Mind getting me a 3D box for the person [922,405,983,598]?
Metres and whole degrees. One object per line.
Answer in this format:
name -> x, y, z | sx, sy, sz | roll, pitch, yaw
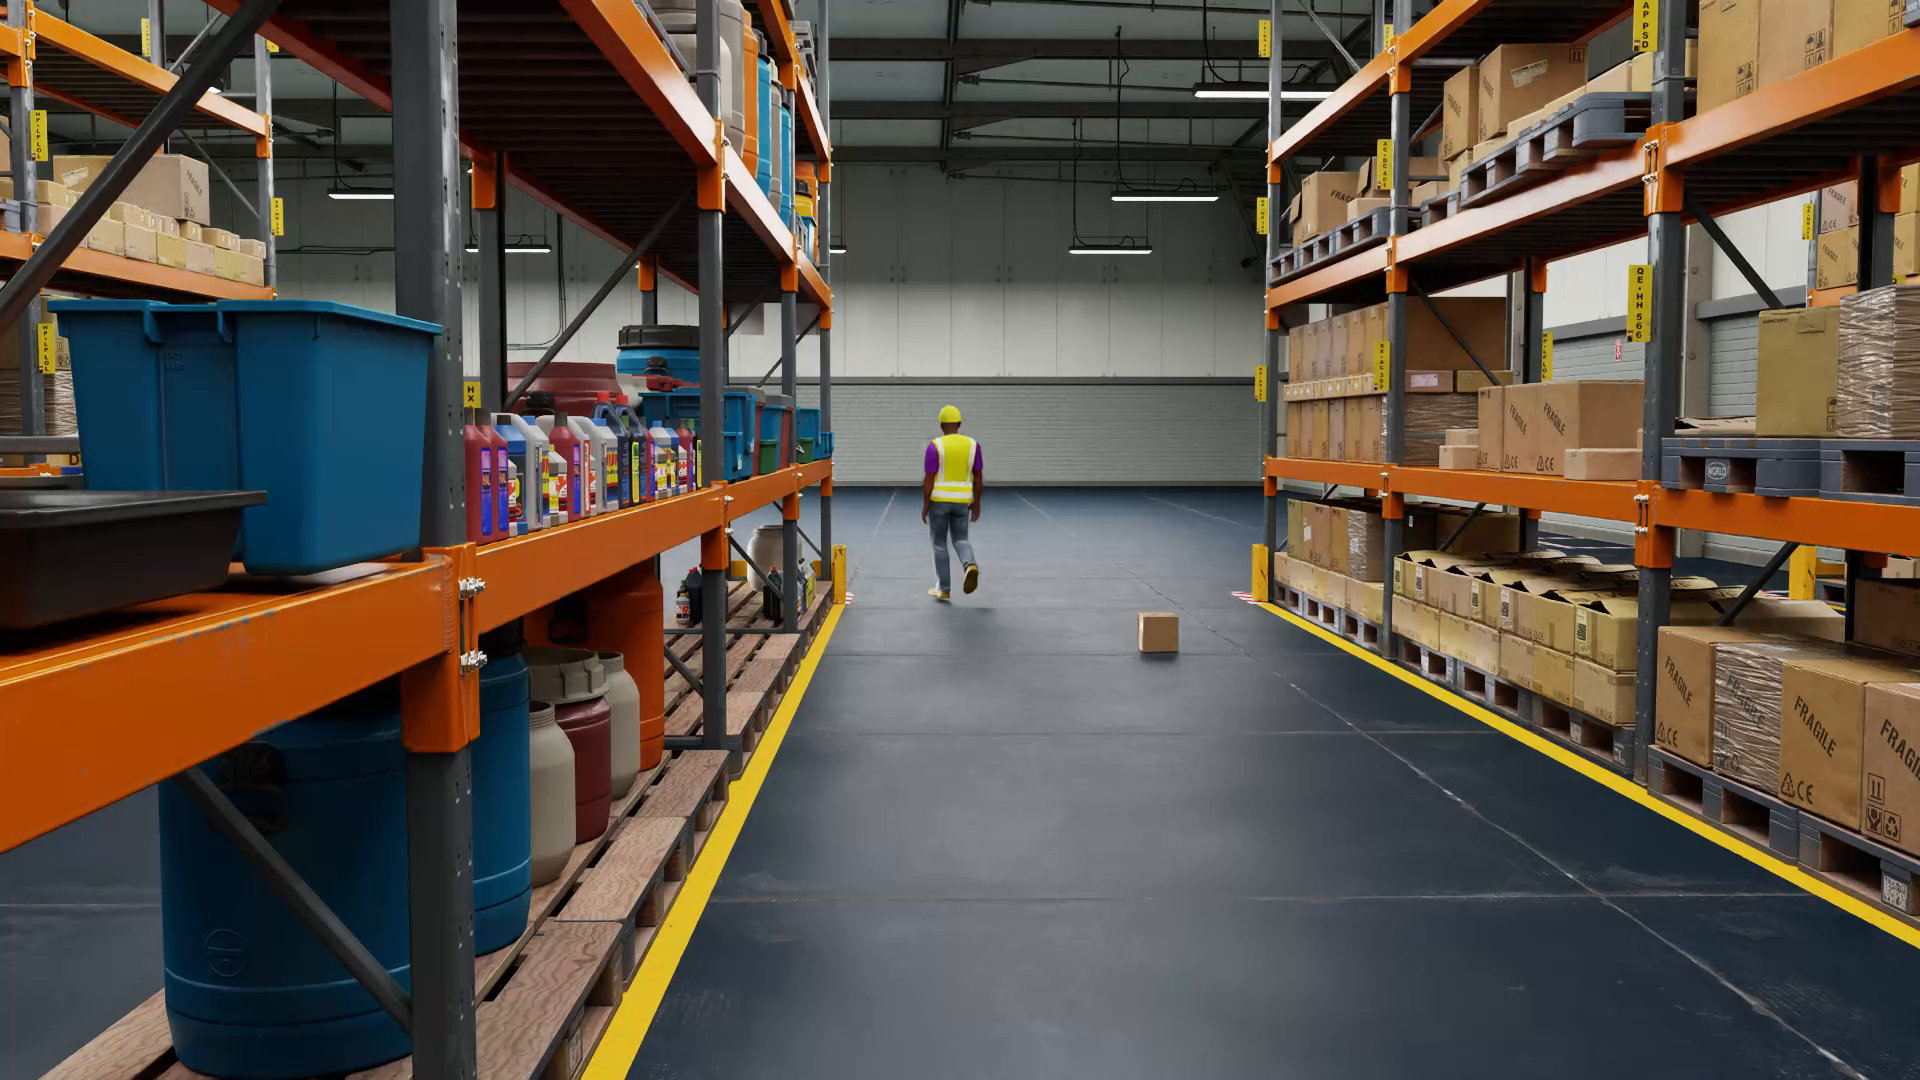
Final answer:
person -> -0.069, -0.343, 15.087 | 0.576, 1.754, 0.674 | -2, 4, -23
